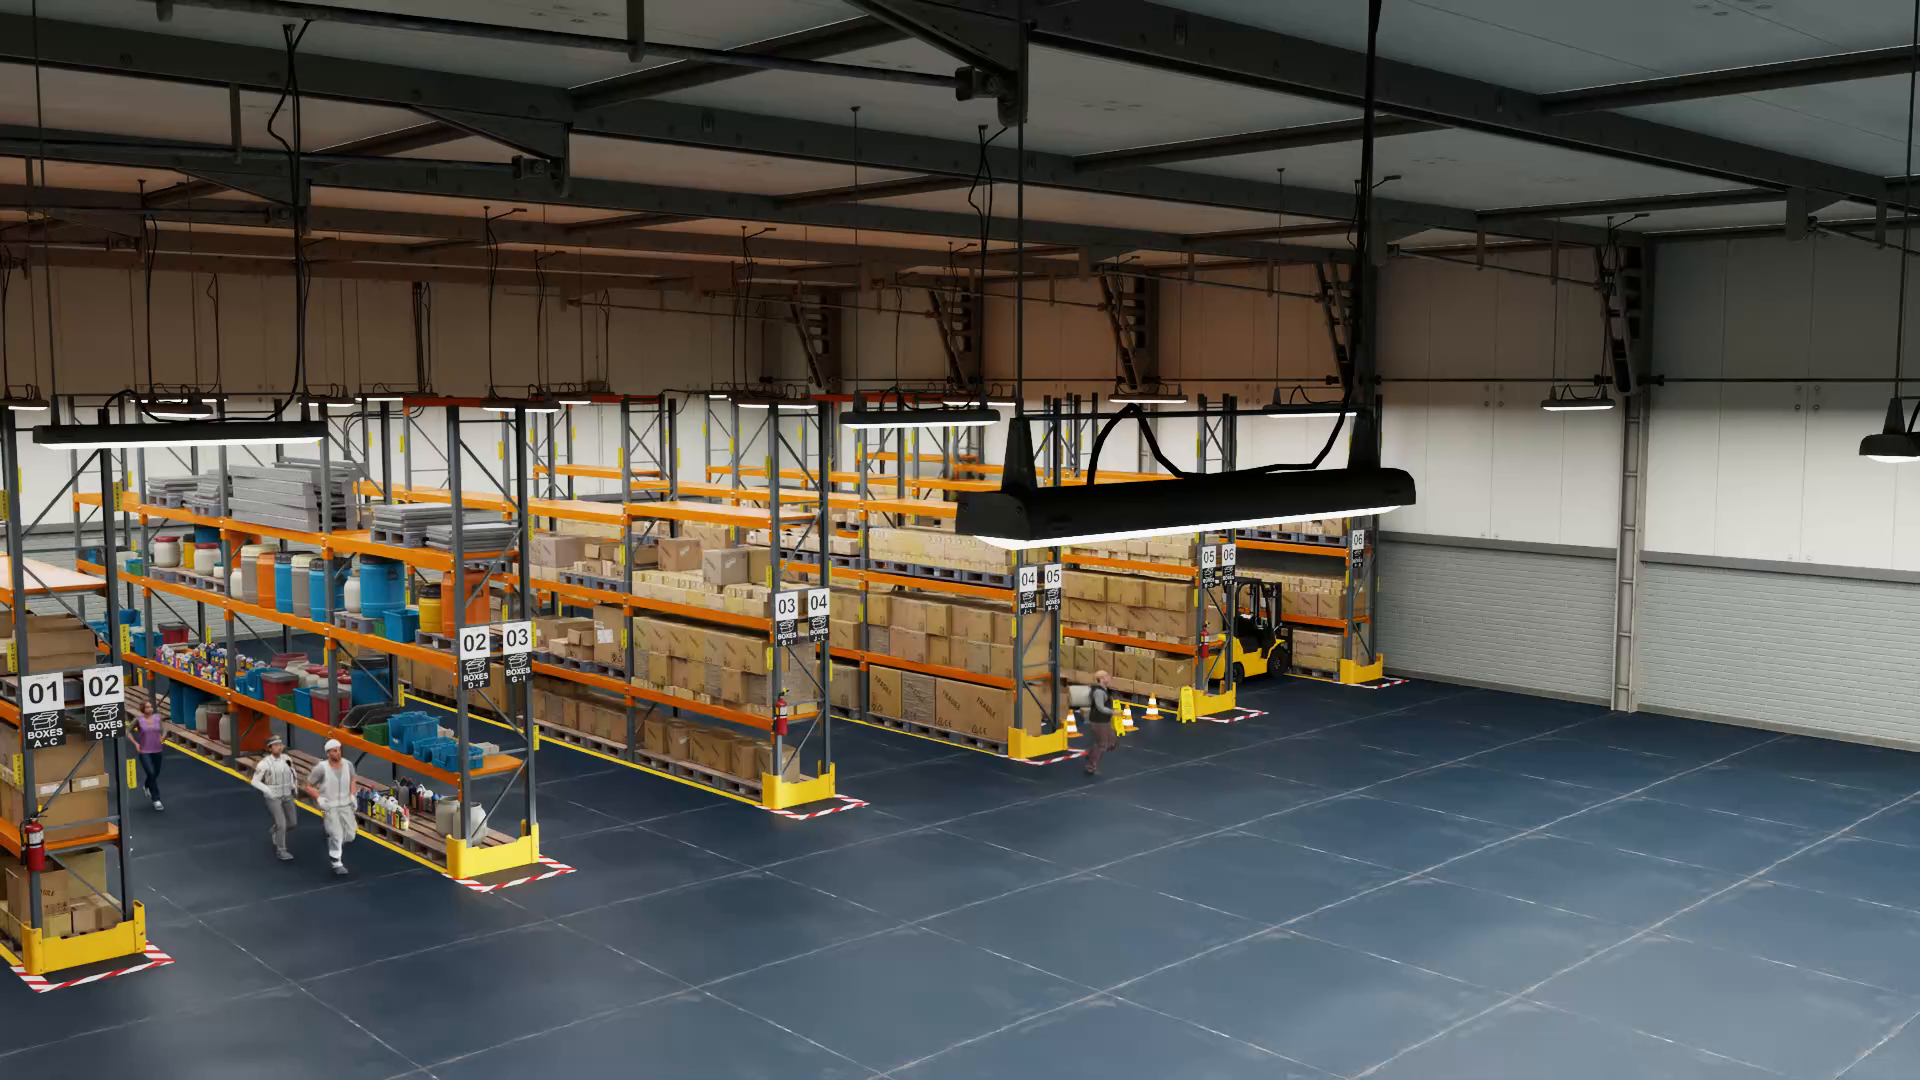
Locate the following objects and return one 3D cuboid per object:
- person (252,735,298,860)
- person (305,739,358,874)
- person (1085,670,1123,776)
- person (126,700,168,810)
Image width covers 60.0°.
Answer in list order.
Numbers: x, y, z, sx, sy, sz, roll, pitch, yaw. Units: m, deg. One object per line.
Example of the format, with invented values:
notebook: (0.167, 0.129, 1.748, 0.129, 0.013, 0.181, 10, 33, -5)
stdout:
person: (-9.048, 3.382, 22.008, 0.588, 1.647, 0.615, 4, 7, 37)
person: (-8.027, 3.405, 21.310, 0.569, 1.738, 0.678, 5, 8, 43)
person: (2.307, 2.909, 26.655, 0.600, 1.662, 0.697, 1, 6, 6)
person: (-11.997, 3.158, 24.601, 0.799, 1.571, 0.542, 5, 8, 43)
